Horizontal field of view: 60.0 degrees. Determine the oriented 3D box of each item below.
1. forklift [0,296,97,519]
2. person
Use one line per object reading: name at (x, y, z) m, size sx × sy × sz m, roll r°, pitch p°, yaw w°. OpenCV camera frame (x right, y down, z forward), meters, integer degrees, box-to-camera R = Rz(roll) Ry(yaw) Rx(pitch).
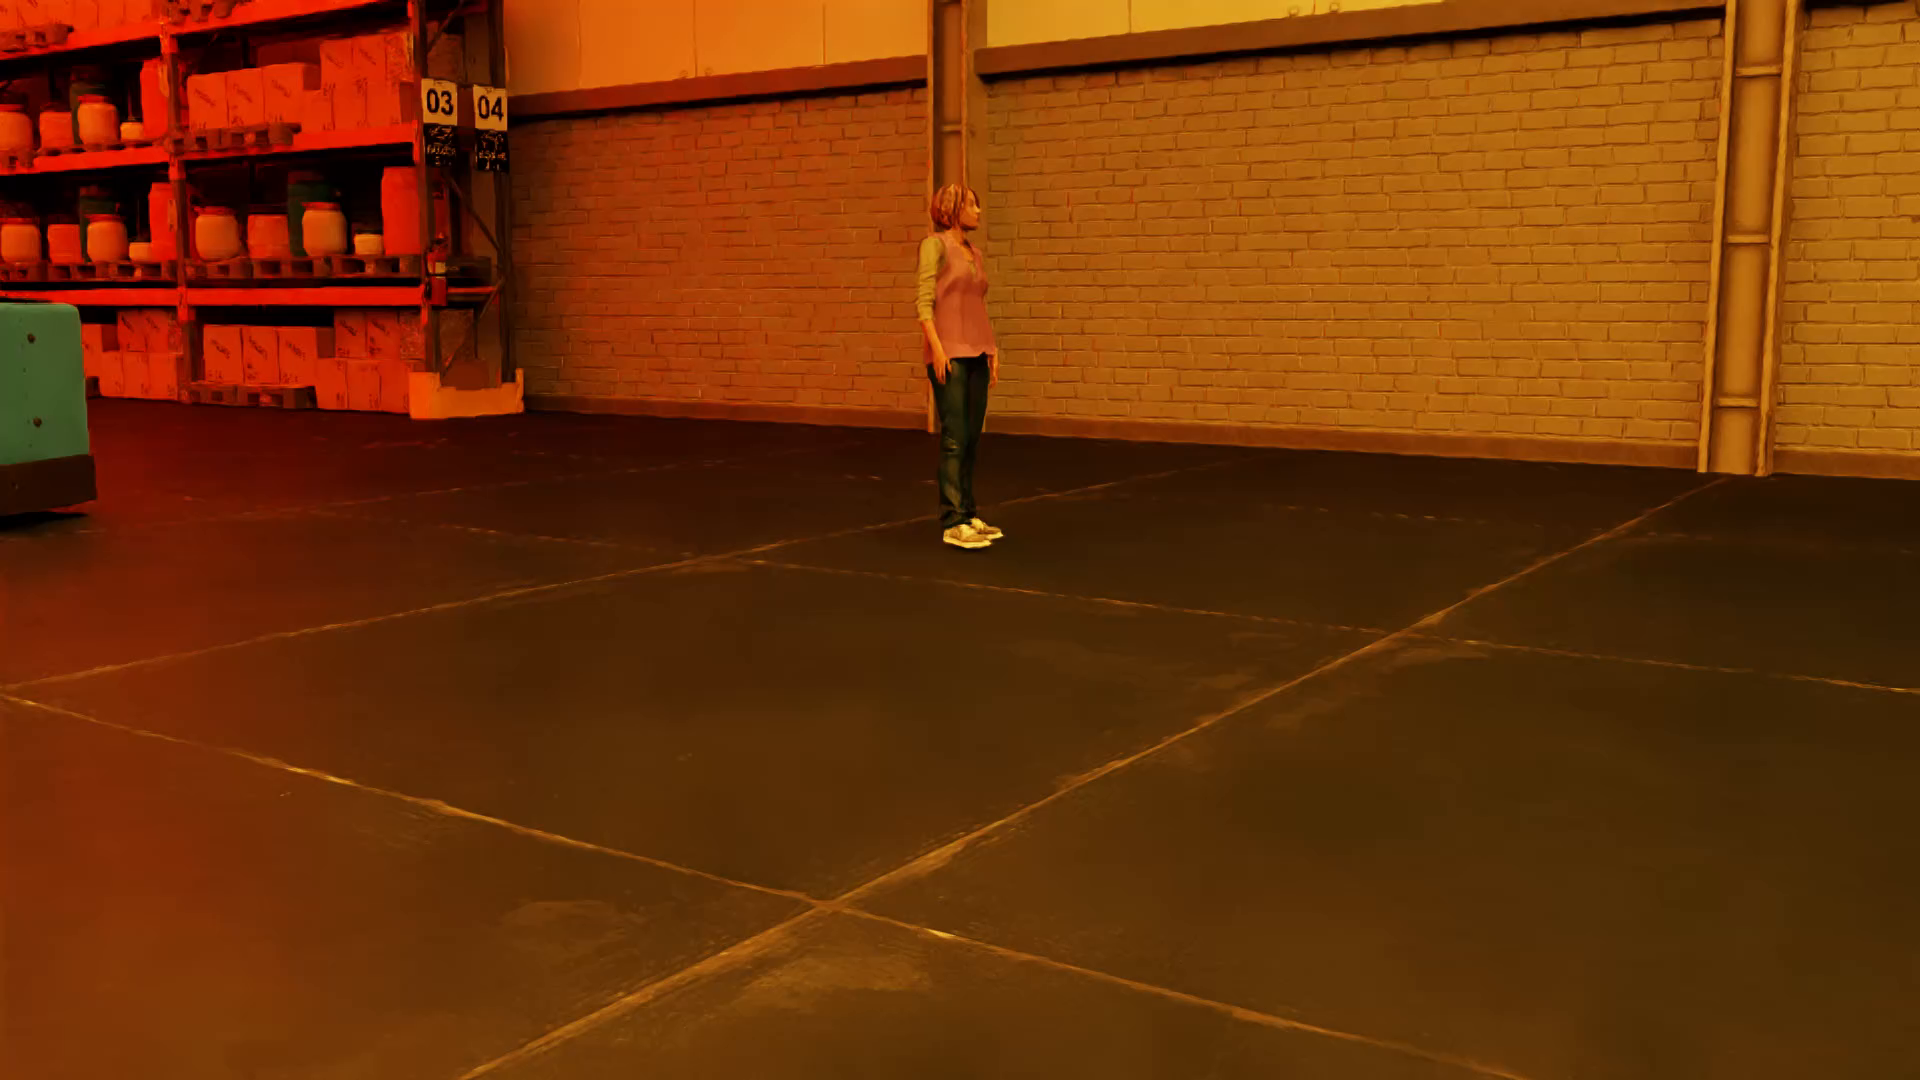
forklift at (-5.995, -1.552, 8.106) m, size 3.031 × 2.935 × 1.130 m, roll 1°, pitch 8°, yaw 8°
person at (0.054, -0.790, 7.438) m, size 0.474 × 1.597 × 0.520 m, roll 5°, pitch 10°, yaw 34°
